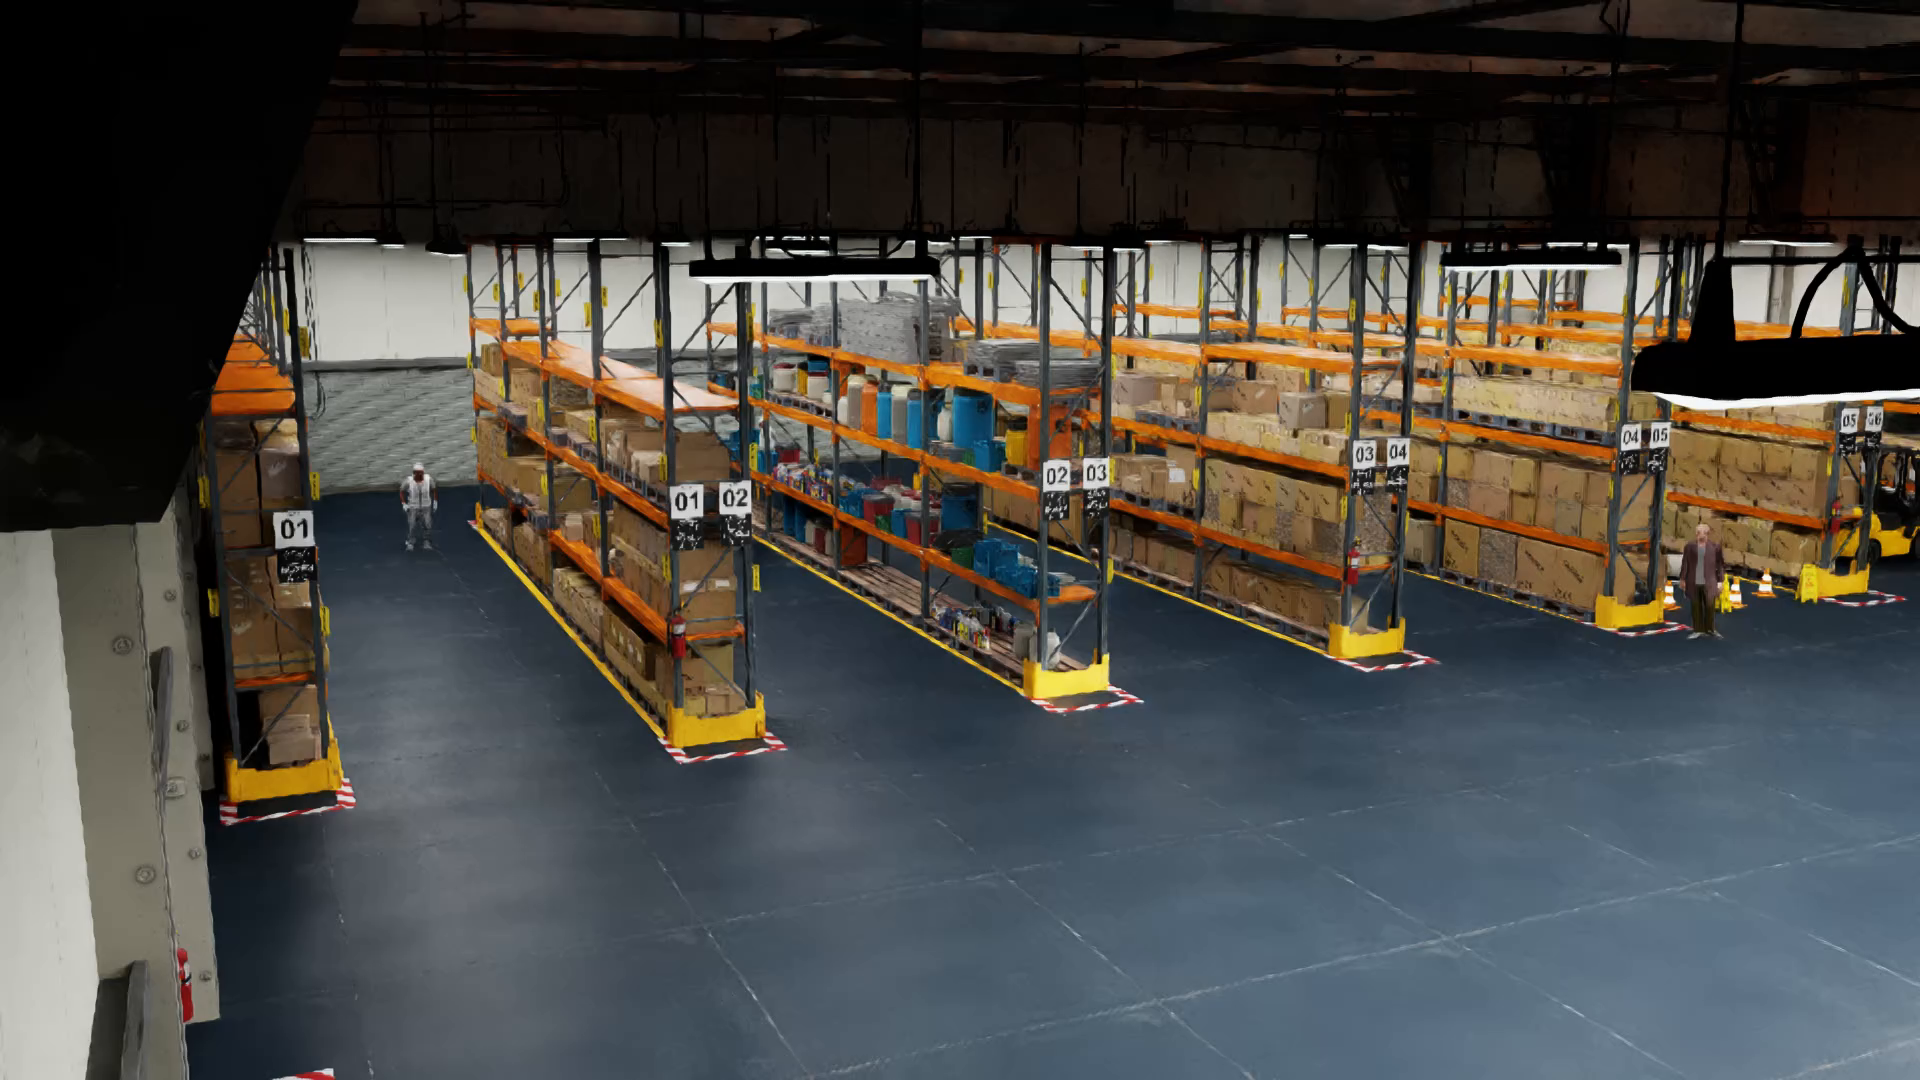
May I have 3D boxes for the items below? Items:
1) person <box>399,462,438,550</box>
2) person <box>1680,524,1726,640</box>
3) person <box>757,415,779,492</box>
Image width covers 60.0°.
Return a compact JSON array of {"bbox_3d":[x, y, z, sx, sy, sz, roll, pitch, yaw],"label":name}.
[{"bbox_3d":[-10.386,-0.646,31.944,0.702,1.734,0.549,-5,12,-25],"label":"person"},{"bbox_3d":[11.244,0.603,25.157,0.663,1.718,0.457,7,13,33],"label":"person"},{"bbox_3d":[-4.500,-2.058,39.068,0.632,1.766,0.508,7,13,32],"label":"person"}]
